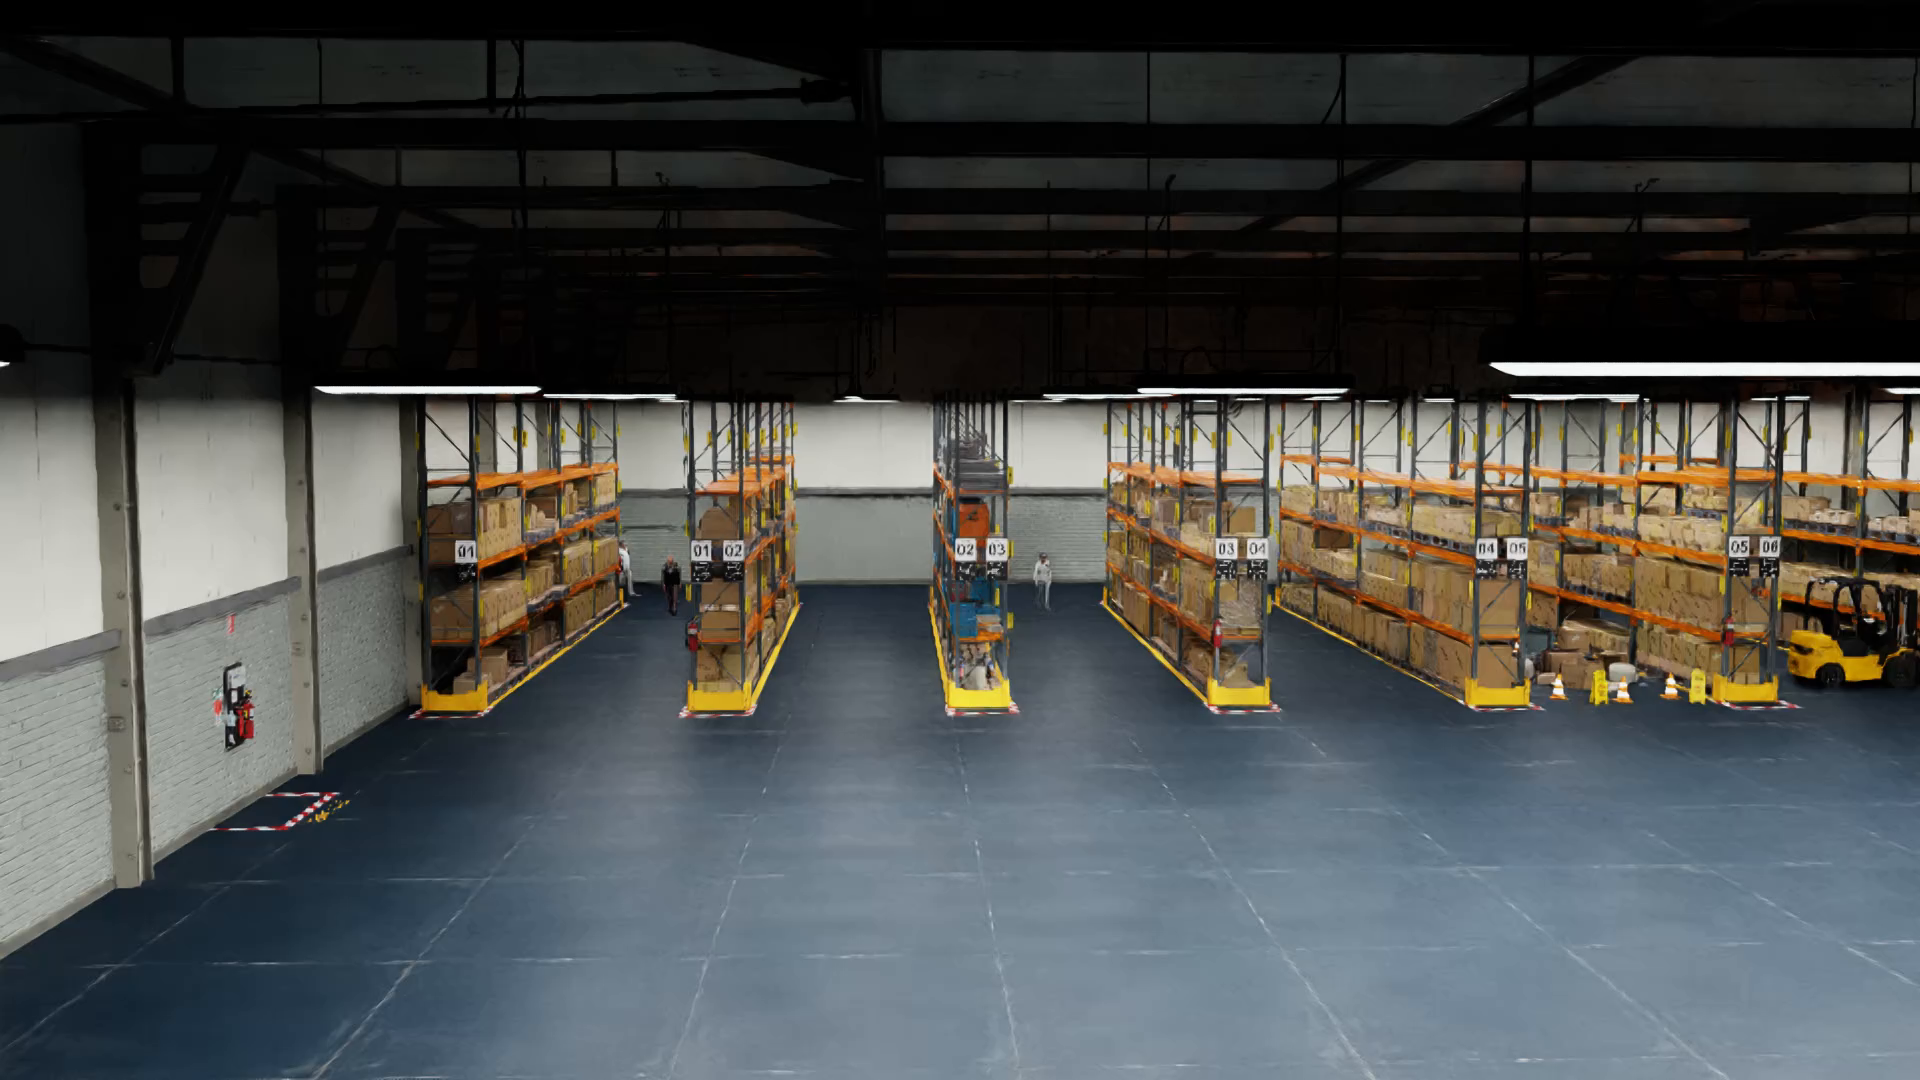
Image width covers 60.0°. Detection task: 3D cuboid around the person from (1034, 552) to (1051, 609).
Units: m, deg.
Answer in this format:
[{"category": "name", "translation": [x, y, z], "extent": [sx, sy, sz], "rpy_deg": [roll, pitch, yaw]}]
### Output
[{"category": "person", "translation": [2.314, 1.116, 46.532], "extent": [0.495, 1.589, 1.086], "rpy_deg": [0, 5, 0]}]

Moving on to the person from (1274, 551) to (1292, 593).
[{"category": "person", "translation": [9.852, 0.805, 50.472], "extent": [0.488, 1.604, 0.931], "rpy_deg": [2, 5, 21]}]

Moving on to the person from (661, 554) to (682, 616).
[{"category": "person", "translation": [-7.856, 1.204, 45.208], "extent": [0.543, 1.648, 1.115], "rpy_deg": [0, 5, 0]}]

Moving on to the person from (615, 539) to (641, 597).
[{"category": "person", "translation": [-9.904, 0.843, 49.045], "extent": [0.585, 1.743, 0.761], "rpy_deg": [3, 6, 36]}]

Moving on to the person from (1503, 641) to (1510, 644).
[{"category": "person", "translation": [12.288, 1.759, 37.886], "extent": [0.587, 1.724, 0.654], "rpy_deg": [3, 5, 29]}]
